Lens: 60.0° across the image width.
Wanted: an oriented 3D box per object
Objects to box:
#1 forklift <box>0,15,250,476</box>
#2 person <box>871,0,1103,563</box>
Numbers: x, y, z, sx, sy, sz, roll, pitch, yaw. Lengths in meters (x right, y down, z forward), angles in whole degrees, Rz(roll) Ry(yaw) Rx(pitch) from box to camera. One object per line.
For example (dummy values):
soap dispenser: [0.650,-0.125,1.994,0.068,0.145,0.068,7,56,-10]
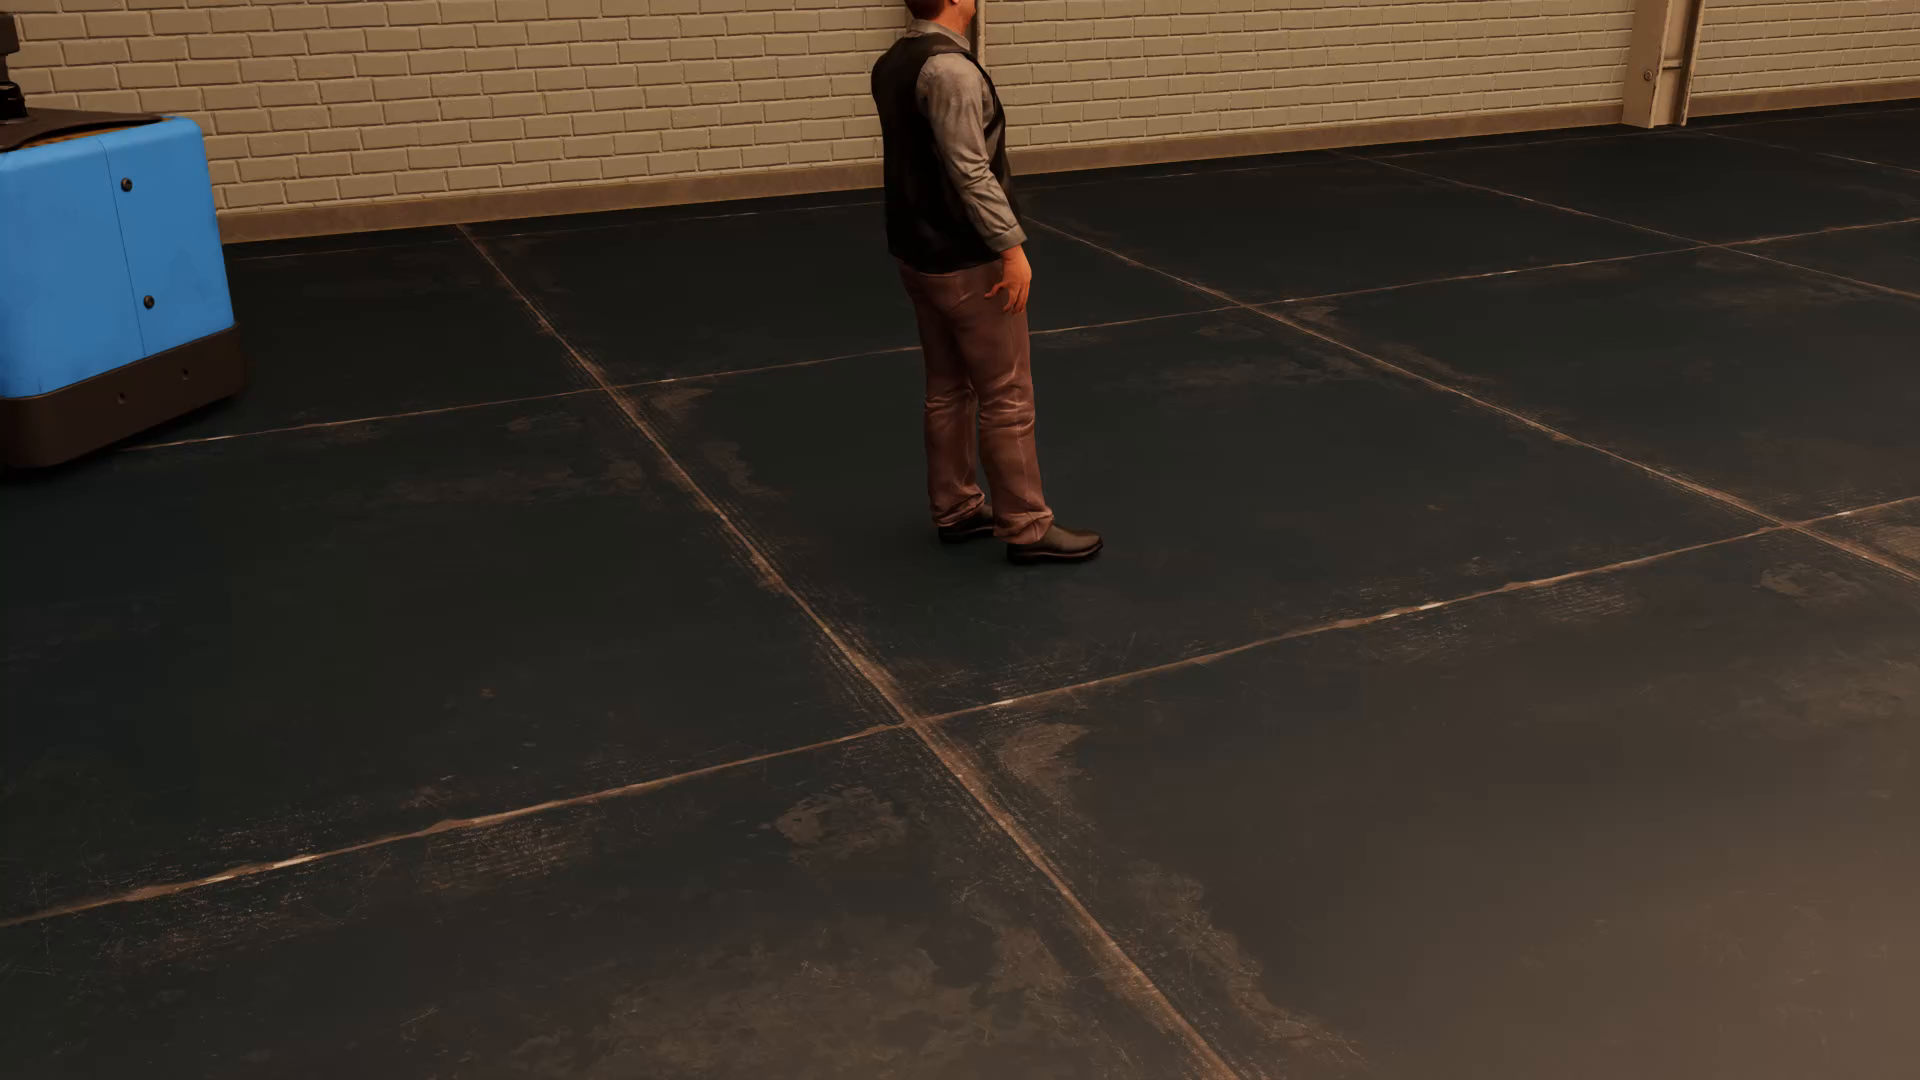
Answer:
forklift: [-4.279,-1.888,5.830,3.031,2.935,1.130,7,24,17]
person: [0.067,-0.810,4.795,0.551,1.722,0.633,-10,25,-23]
